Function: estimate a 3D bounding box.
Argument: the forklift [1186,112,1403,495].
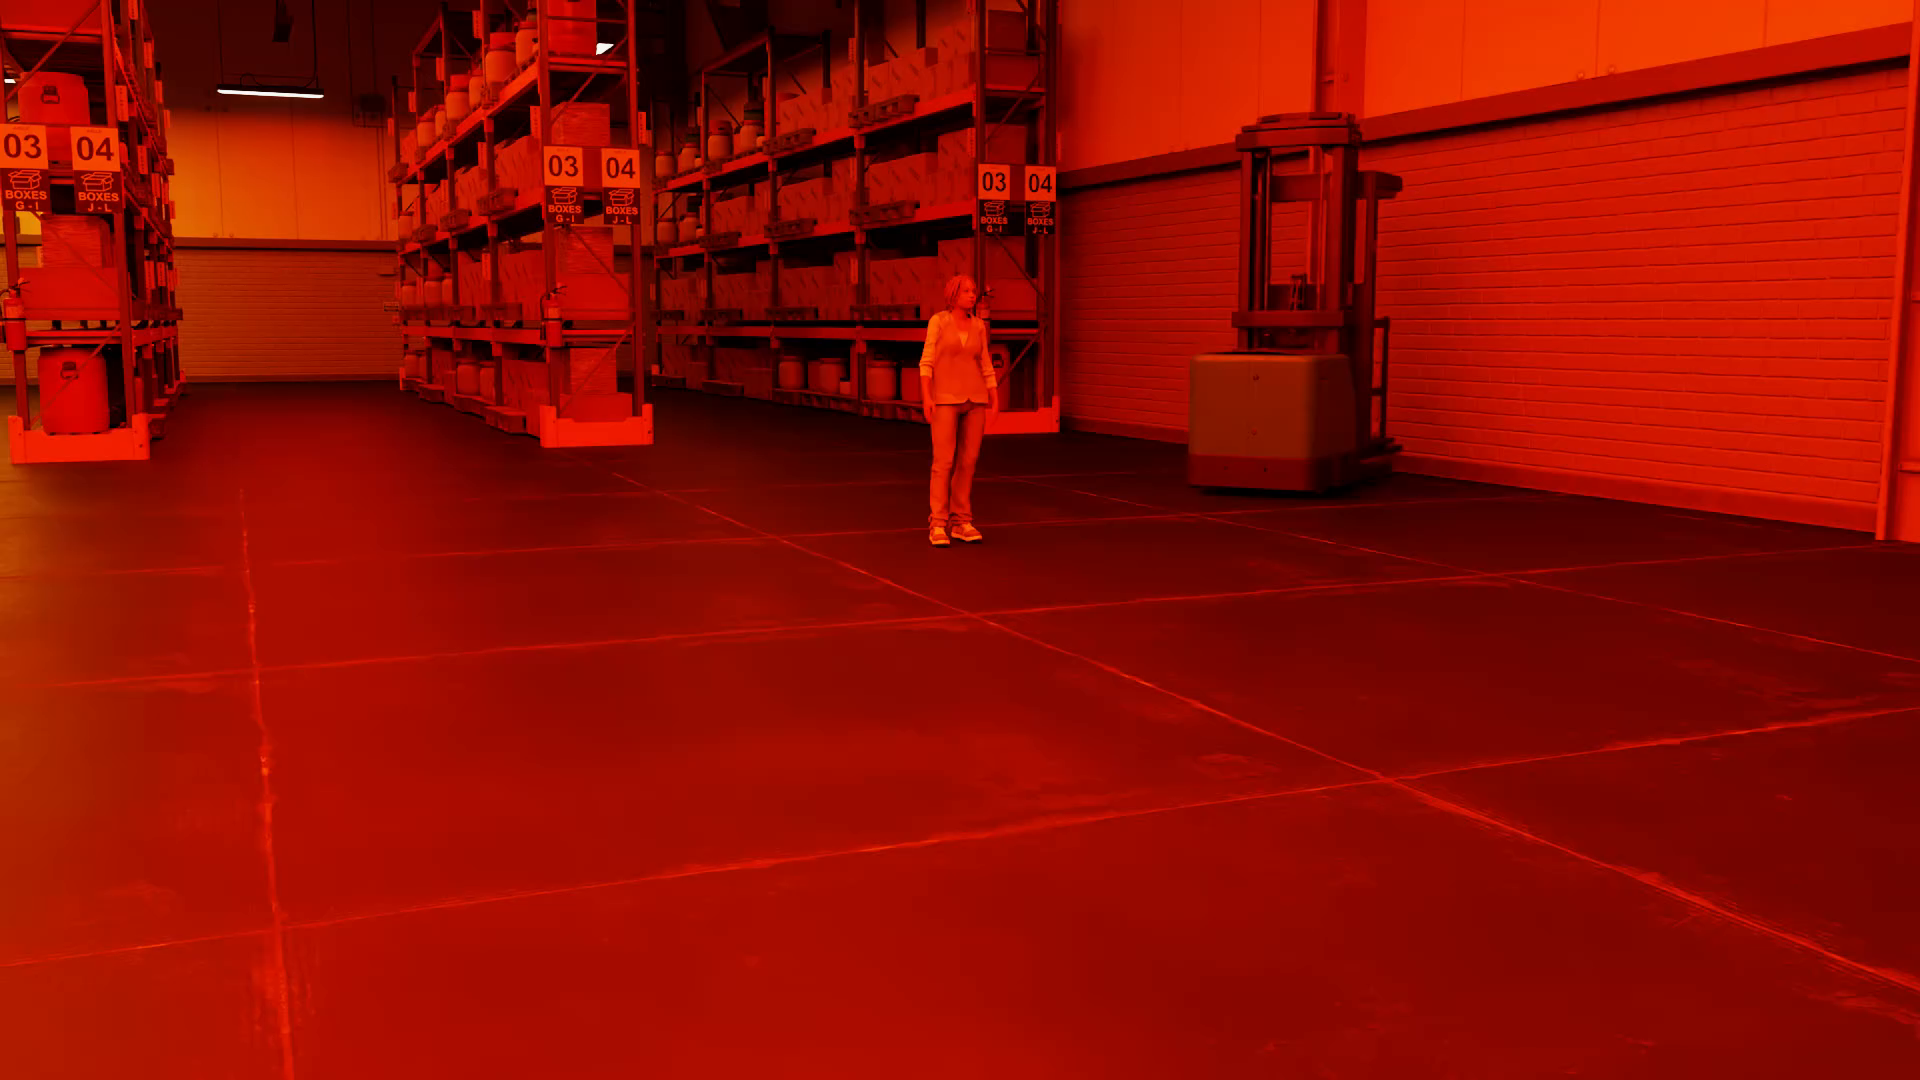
[{"bbox_3d":[2.951,-1.944,13.690,1.130,2.935,3.031,5,9,31],"label":"forklift"}]

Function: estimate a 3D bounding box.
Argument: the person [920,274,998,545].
[{"bbox_3d":[0.016,-0.782,9.977,0.520,1.582,0.475,-3,8,-23],"label":"person"}]
